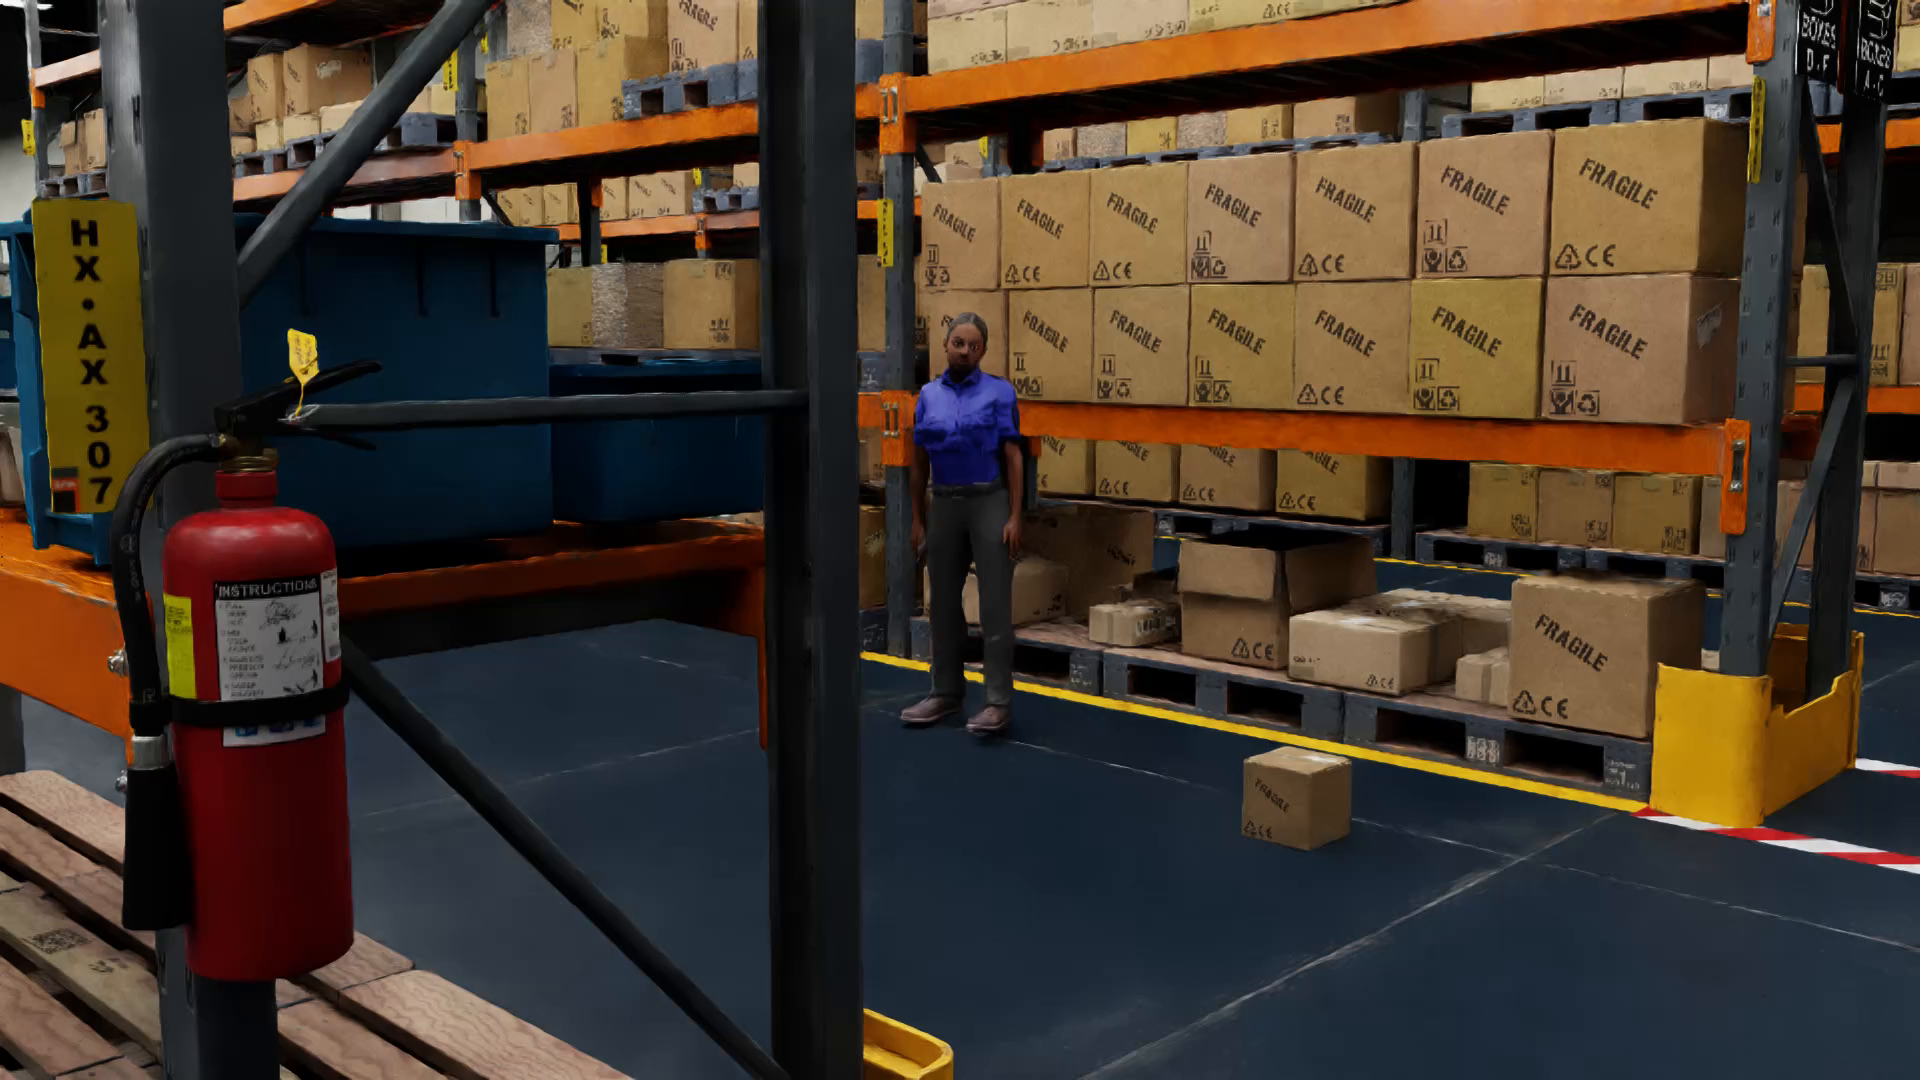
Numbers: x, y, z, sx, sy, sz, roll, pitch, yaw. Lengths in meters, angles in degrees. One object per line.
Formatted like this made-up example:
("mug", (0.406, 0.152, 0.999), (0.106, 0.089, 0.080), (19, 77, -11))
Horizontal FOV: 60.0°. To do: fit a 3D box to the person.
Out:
("person", (0.003, -0.070, 6.636), (0.535, 1.666, 0.437), (3, 8, 22))
